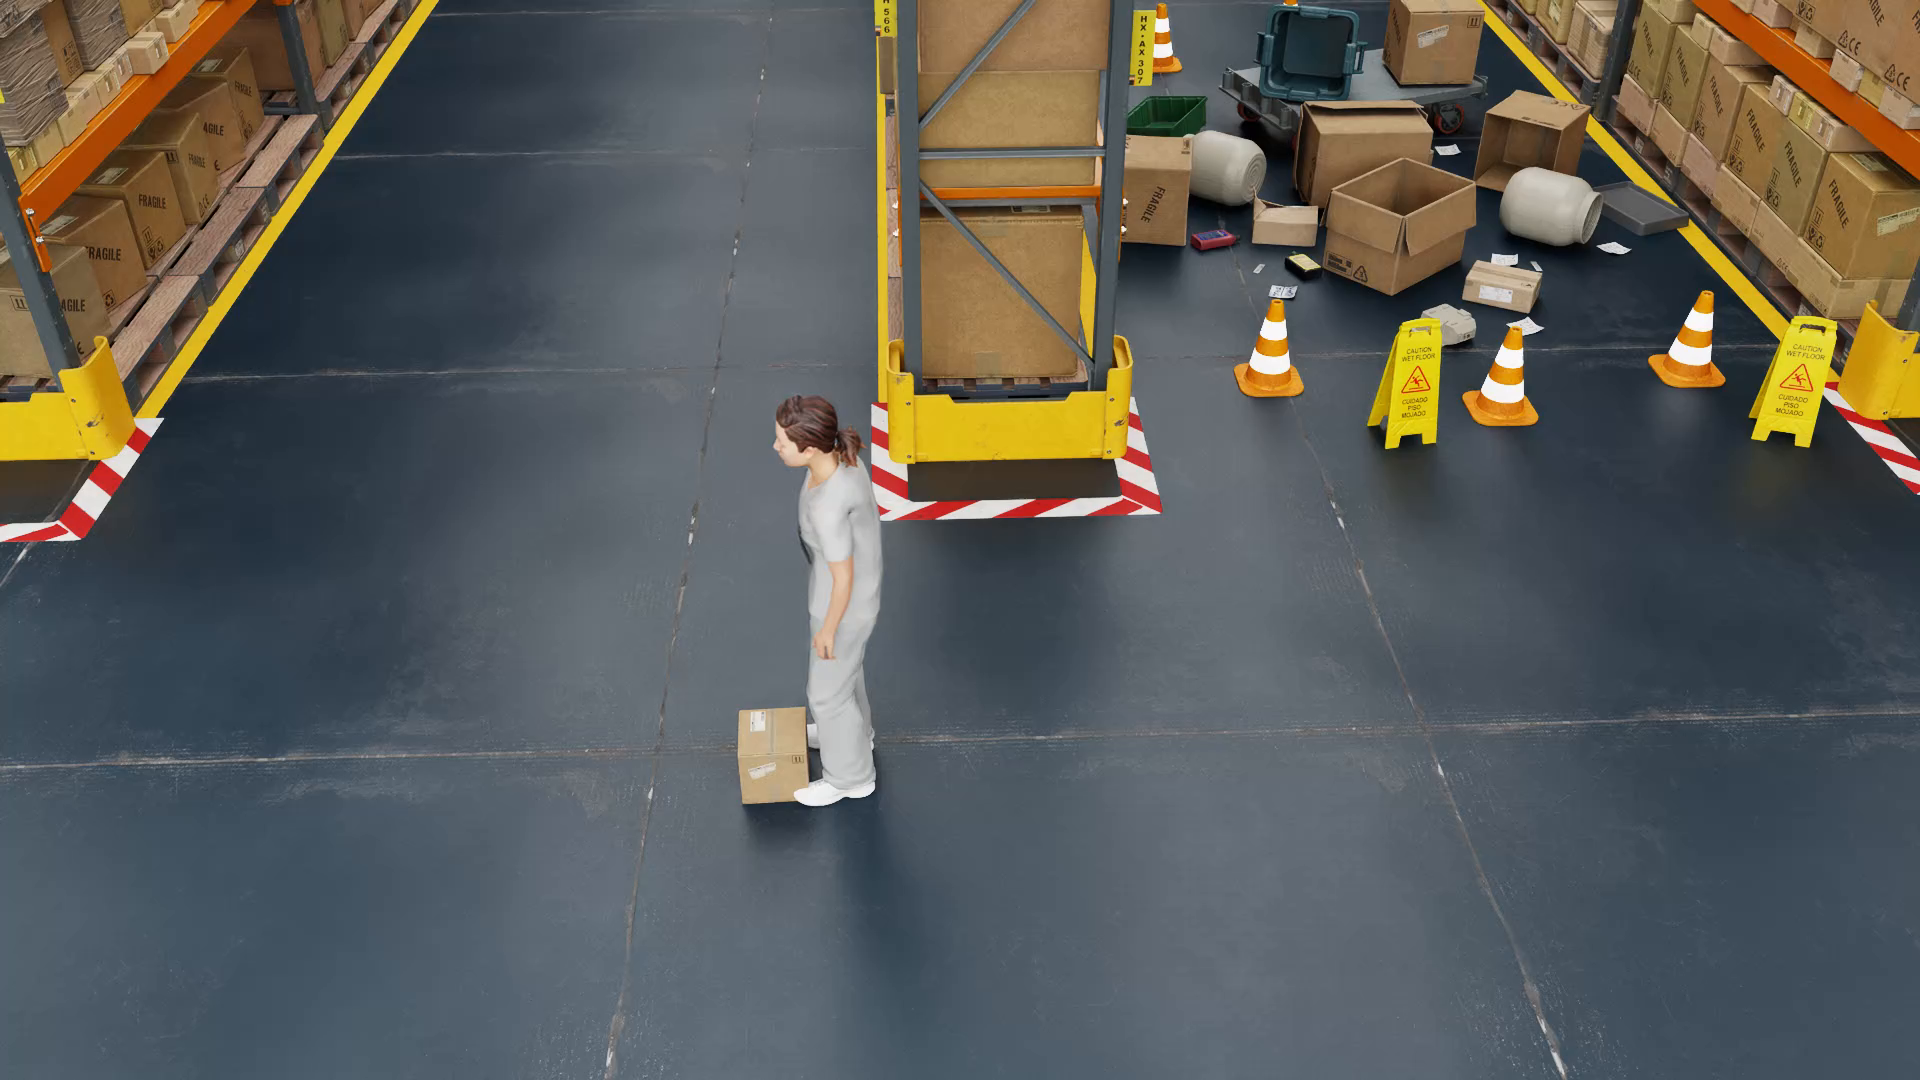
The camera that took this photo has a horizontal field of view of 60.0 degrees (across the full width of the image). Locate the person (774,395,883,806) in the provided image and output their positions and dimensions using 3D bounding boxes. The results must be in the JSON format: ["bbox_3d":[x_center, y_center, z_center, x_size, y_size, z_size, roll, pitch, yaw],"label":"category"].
[{"bbox_3d":[-0.449,0.210,5.851,0.362,1.672,0.485,-2,35,-3],"label":"person"}]
